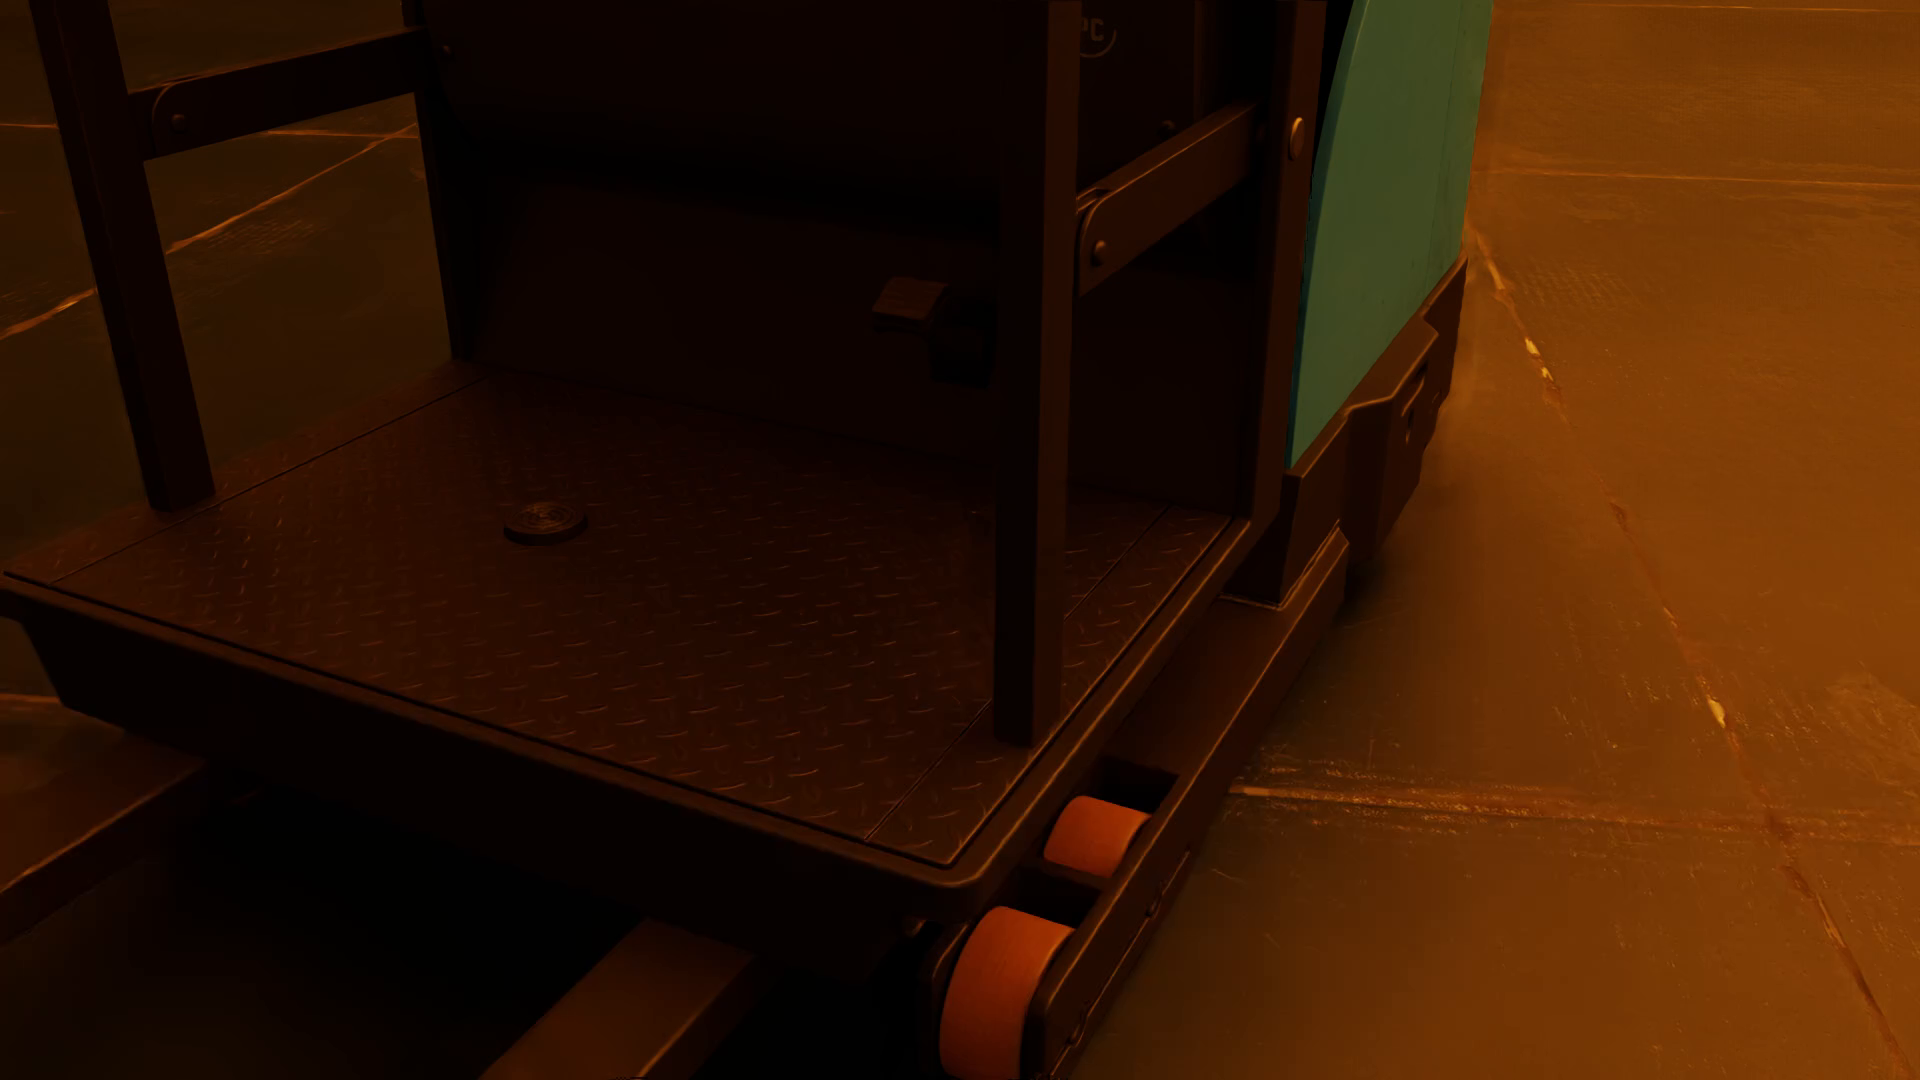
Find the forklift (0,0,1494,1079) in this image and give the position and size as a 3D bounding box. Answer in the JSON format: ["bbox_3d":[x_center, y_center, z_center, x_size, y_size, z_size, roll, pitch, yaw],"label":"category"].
[{"bbox_3d":[-0.269,-1.037,1.295,1.130,2.935,3.031,13,29,24],"label":"forklift"}]
